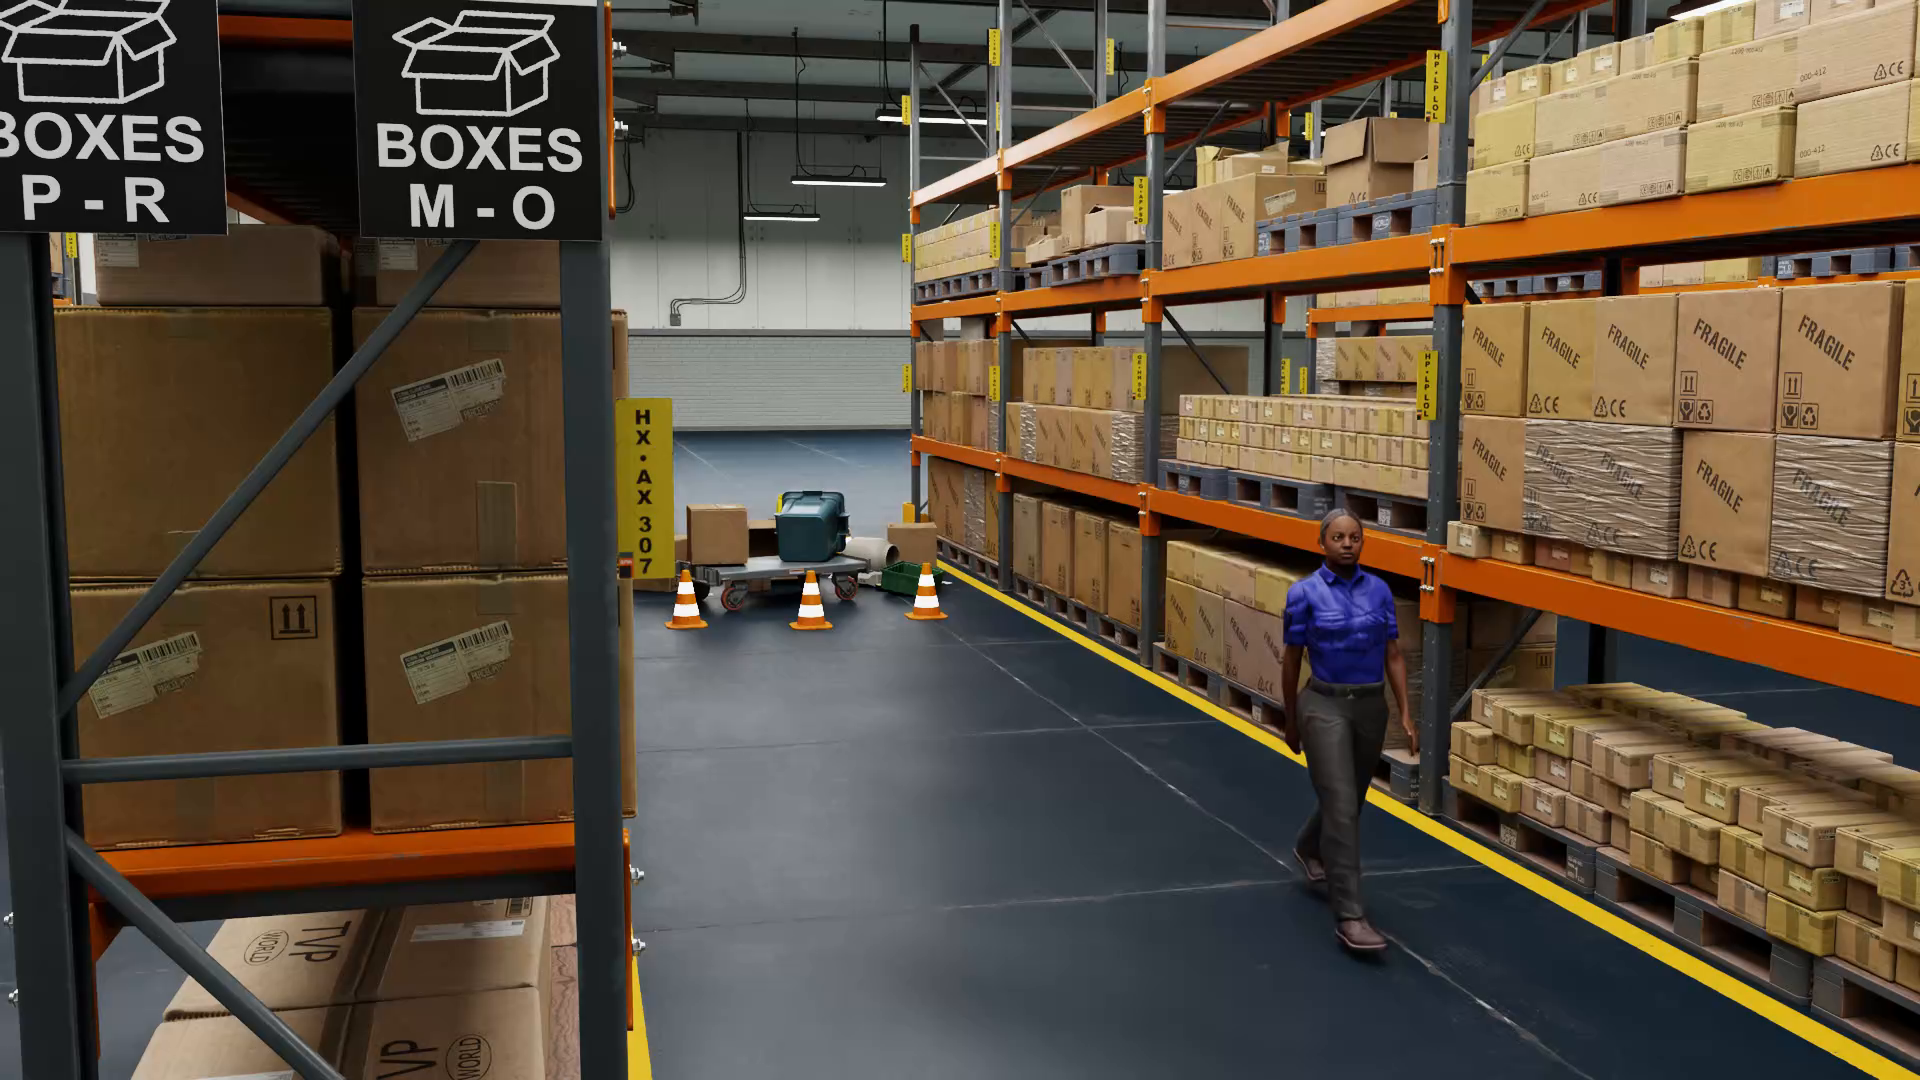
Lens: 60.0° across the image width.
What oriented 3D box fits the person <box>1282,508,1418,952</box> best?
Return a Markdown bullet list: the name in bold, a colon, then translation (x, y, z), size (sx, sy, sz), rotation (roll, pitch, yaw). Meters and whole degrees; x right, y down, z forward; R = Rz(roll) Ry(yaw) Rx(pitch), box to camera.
- **person**: translation (1.503, 0.678, 6.468), size (0.446, 1.602, 0.987), rotation (-2, 6, -15)
